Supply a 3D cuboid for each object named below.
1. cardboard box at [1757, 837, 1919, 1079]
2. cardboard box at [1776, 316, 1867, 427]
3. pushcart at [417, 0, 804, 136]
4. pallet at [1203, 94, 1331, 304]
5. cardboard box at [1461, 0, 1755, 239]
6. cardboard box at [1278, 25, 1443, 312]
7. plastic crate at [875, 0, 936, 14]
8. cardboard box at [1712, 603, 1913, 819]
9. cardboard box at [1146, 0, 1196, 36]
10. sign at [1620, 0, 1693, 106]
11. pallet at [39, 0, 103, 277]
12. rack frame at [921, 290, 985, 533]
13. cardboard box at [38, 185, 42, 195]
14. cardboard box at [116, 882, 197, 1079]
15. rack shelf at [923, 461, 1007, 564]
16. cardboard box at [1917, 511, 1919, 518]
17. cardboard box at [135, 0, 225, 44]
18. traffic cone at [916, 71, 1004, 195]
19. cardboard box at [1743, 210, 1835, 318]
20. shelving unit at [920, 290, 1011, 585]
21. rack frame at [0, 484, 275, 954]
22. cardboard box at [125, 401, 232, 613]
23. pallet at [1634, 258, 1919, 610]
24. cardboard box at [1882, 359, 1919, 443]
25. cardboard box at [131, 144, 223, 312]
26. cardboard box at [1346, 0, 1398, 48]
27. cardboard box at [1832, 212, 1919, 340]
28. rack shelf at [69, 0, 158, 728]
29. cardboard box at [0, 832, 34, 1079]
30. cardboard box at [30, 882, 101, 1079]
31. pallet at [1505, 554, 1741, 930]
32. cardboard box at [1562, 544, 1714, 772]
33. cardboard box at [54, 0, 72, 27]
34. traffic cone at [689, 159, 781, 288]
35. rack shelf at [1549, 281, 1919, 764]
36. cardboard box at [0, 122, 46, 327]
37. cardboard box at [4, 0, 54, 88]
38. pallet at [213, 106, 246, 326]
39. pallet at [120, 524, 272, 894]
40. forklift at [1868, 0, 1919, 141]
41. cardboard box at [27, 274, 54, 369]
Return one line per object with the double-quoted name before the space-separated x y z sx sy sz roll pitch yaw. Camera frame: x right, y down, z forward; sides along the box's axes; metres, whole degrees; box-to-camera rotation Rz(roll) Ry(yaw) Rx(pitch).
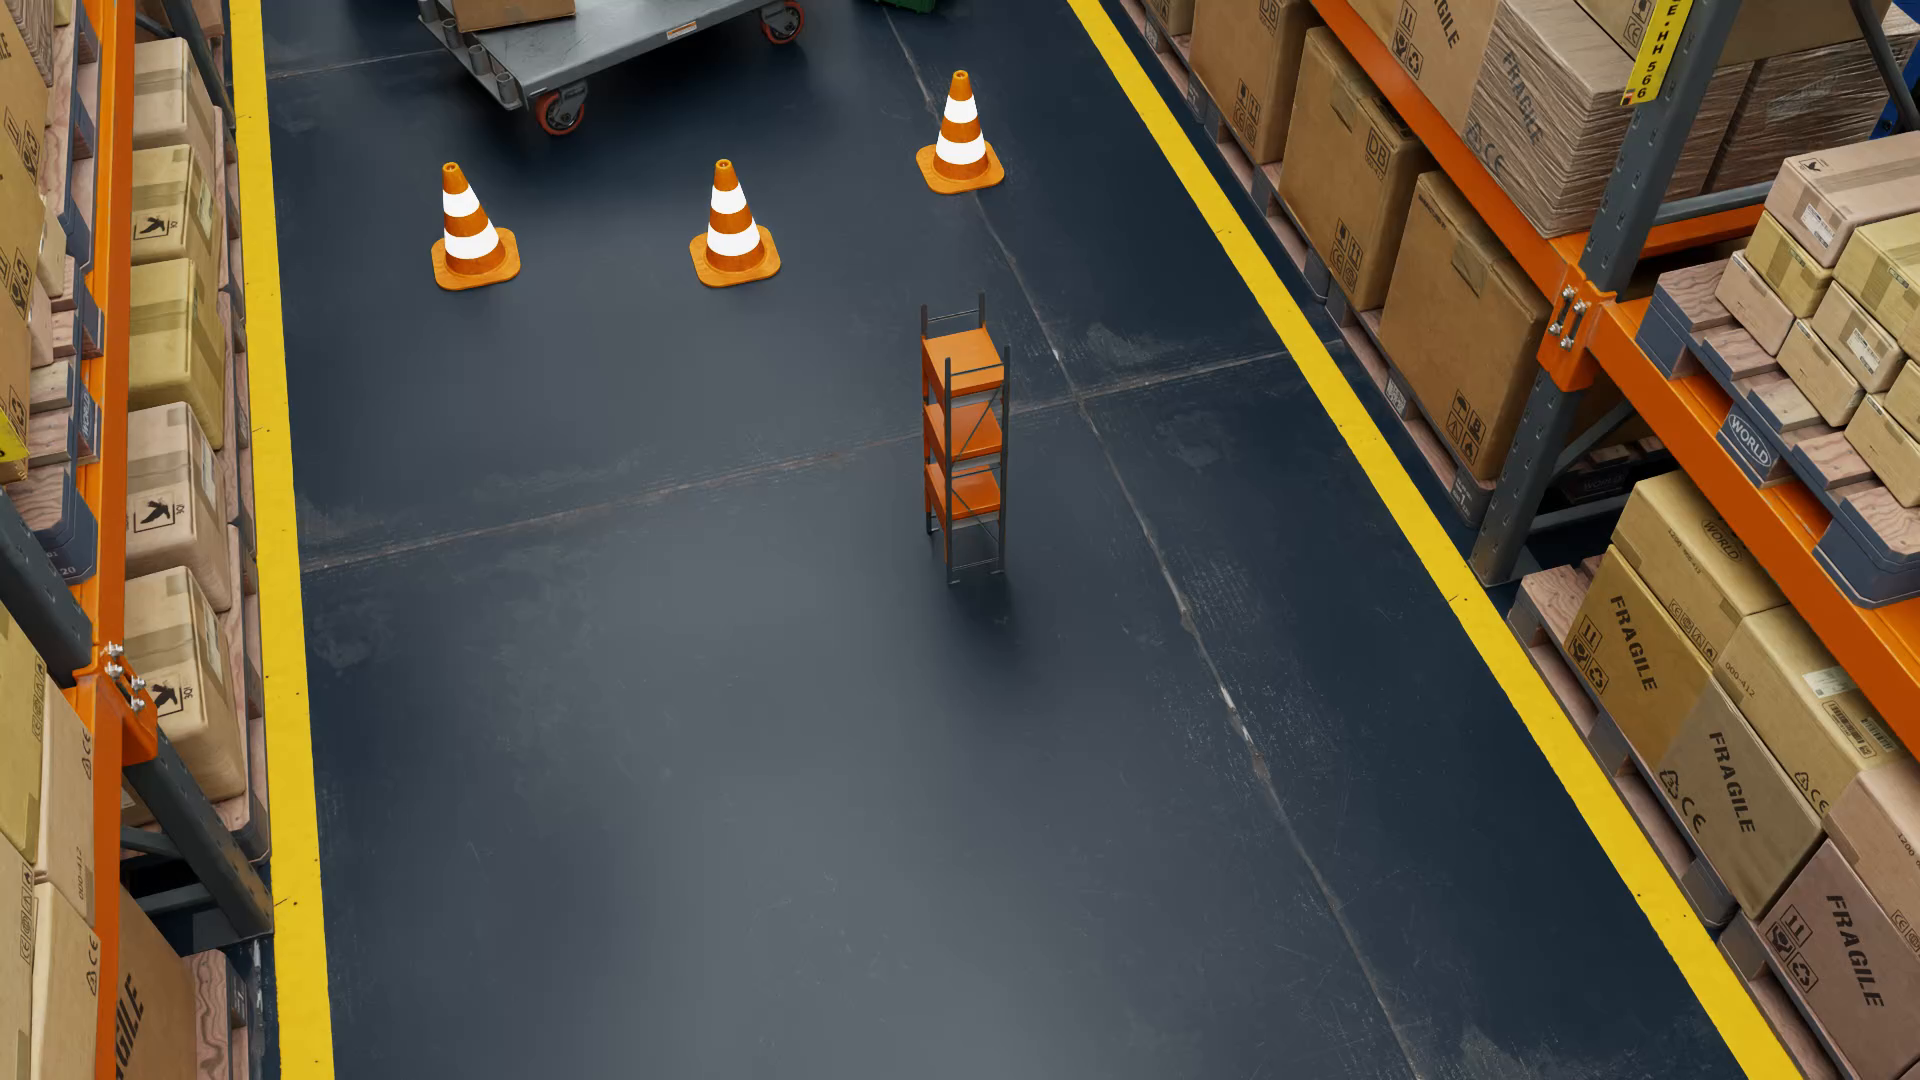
"cardboard box" 2.502 1.029 4.281 0.500 0.500 0.500 -14 51 -12
"cardboard box" 2.247 -0.442 4.051 0.380 0.149 0.250 -11 51 -9
"pushcart" -1.490 -2.392 7.519 1.648 0.377 0.936 -30 56 -23
"pallet" 1.710 -1.540 6.910 1.003 0.211 1.213 -13 51 -11
"cardboard box" 1.839 -1.257 4.782 0.500 0.500 0.500 -13 51 -11
"cardboard box" 1.873 -1.469 6.224 1.050 0.750 0.750 -13 51 -10
"plastic crate" -0.257 -2.821 7.968 0.450 0.188 0.662 16 51 0
"cardboard box" 2.351 0.401 4.320 0.500 0.250 0.500 -14 51 -11
"cardboard box" 1.315 -2.855 7.392 1.050 0.750 0.750 -14 51 -11
"sign" 1.699 -1.202 4.044 0.100 0.325 0.005 -13 51 -11
"pallet" -3.095 -1.138 4.873 1.003 0.211 1.213 -13 51 -11
"rack frame" -0.020 -0.388 5.391 0.200 1.050 0.008 -13 51 -11
"cardboard box" -2.685 -0.885 4.424 0.380 0.149 0.250 -11 51 -9
"cardboard box" -2.345 1.309 3.799 0.875 0.875 0.875 -14 51 -11
"rack shelf" 0.016 -0.113 5.536 0.215 0.259 0.240 -13 51 -11
"cardboard box" 2.409 -0.049 3.719 0.380 0.149 0.250 -11 51 -9
"cardboard box" -3.570 -2.426 7.357 0.500 0.250 0.500 -15 52 -13
"traffic cone" 0.000 -1.739 6.914 0.336 0.463 0.334 -13 51 -11
"cardboard box" 2.180 -0.708 4.080 0.380 0.149 0.250 -11 51 -9
"shelving unit" 0.016 -0.299 5.316 0.215 1.050 0.252 -13 51 -11
"rack frame" -2.470 0.237 3.589 1.000 3.000 0.127 -13 51 -11
"cardboard box" -2.854 -0.004 5.235 0.950 0.372 0.625 -14 51 -12
"pallet" 2.541 -0.398 4.249 1.213 0.211 1.003 -13 51 -11
"cardboard box" 2.344 -0.316 3.750 0.380 0.149 0.250 -15 51 -12
"cardboard box" -3.280 -1.066 6.131 0.950 0.372 0.625 -10 51 -9
"cardboard box" 1.545 -1.987 5.397 0.500 0.500 0.500 -14 51 -12
"cardboard box" 2.262 -0.625 3.816 0.380 0.149 0.250 -15 51 -12
"rack shelf" -3.062 -0.992 5.095 1.077 0.370 4.000 -13 51 -11
"cardboard box" -1.929 0.794 2.890 0.500 0.250 0.500 -14 51 -12
"cardboard box" -1.907 0.965 3.072 0.500 0.250 0.500 -12 51 -10
"pallet" 2.458 0.514 5.179 1.003 0.211 1.213 -13 51 -11
"cardboard box" 2.194 0.288 4.905 0.500 0.500 0.500 -15 52 -13
"cardboard box" -2.949 -1.677 5.092 0.380 0.149 0.250 -13 51 -11
"traffic cone" -0.908 -1.292 6.537 0.336 0.463 0.334 -13 51 -11
"rack shelf" 2.820 0.736 3.638 1.077 0.370 4.000 -13 51 -11
"cardboard box" -2.543 -0.787 3.917 0.500 0.500 0.500 -11 51 -9
"cardboard box" -2.847 -1.540 4.552 0.500 0.500 0.500 -15 52 -12
"pallet" -3.422 -1.218 6.638 1.003 0.211 1.213 -13 51 -11
"pallet" -2.700 0.564 5.136 1.003 0.211 1.213 -13 51 -11
"forklift" 4.654 -3.055 6.409 3.031 2.935 1.130 -36 59 -26
"cardboard box" -2.477 -0.521 4.117 0.380 0.149 0.250 -16 52 -13
